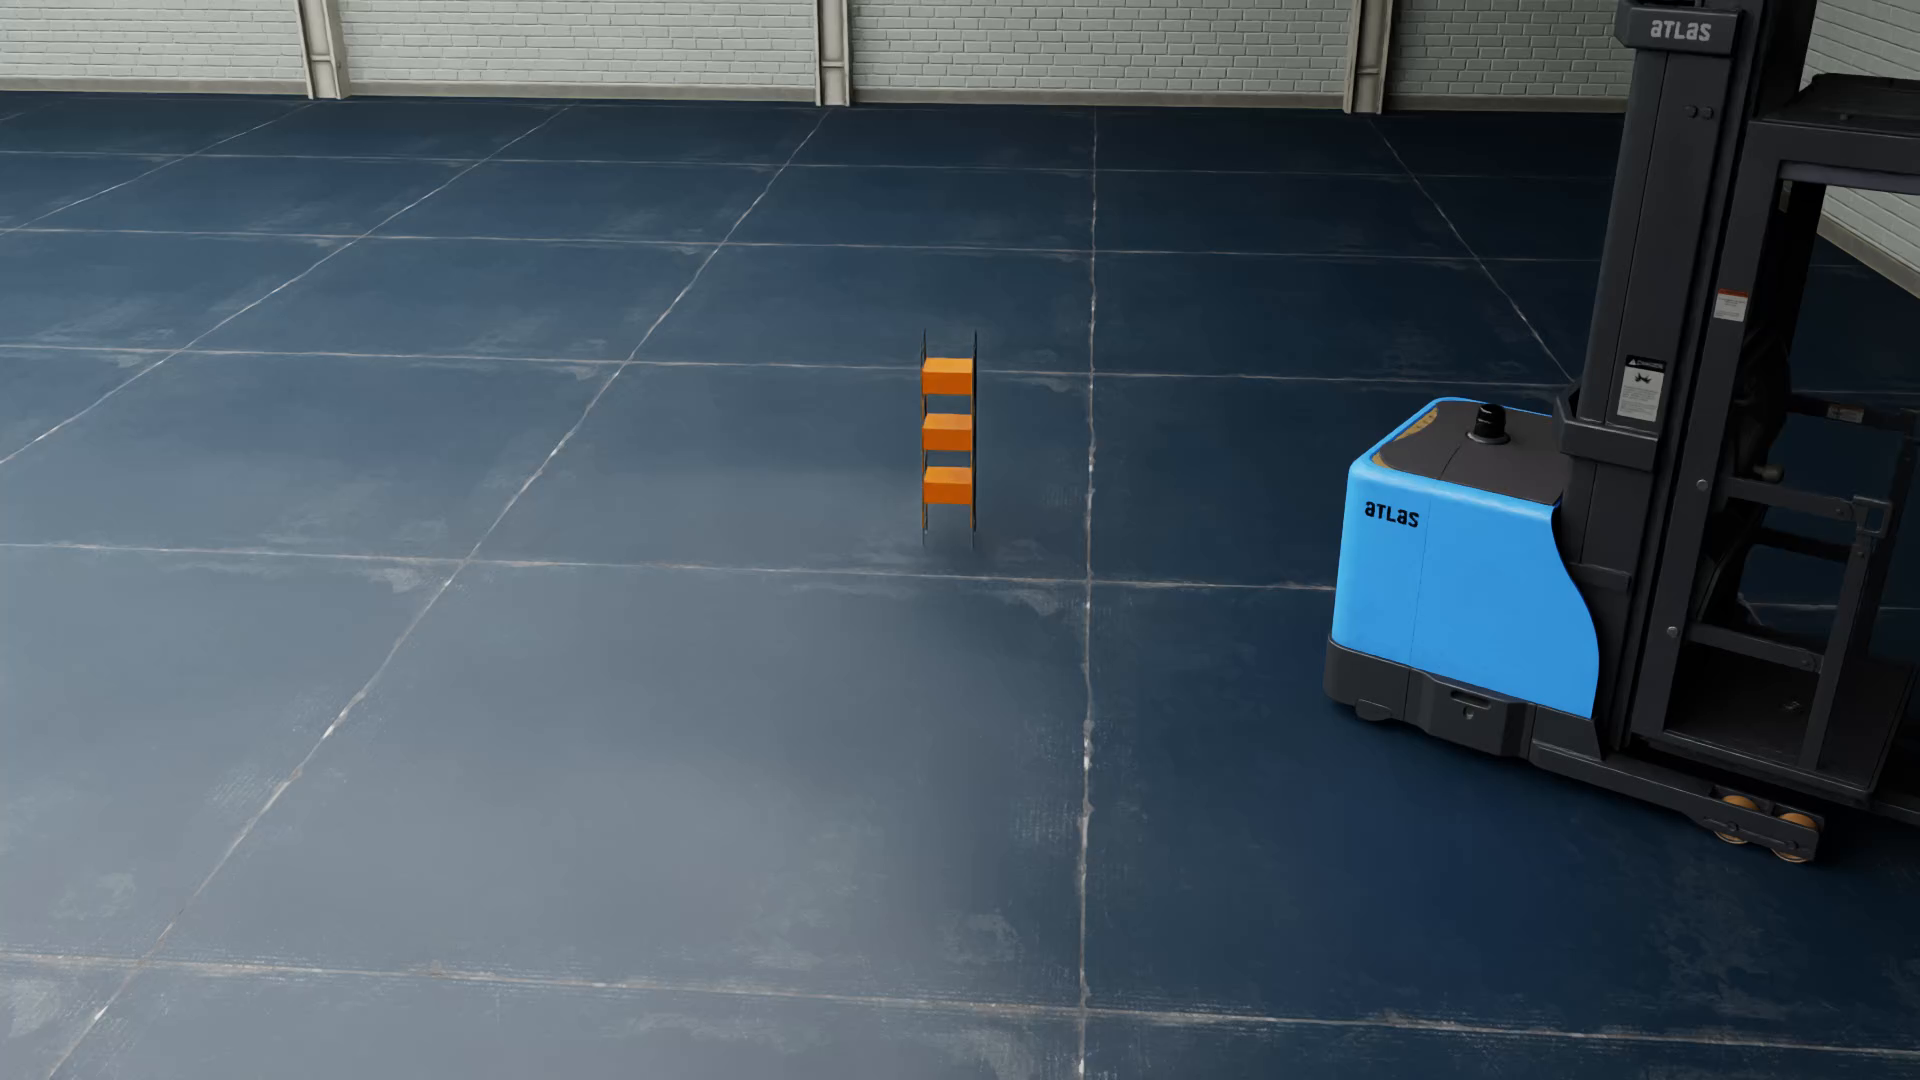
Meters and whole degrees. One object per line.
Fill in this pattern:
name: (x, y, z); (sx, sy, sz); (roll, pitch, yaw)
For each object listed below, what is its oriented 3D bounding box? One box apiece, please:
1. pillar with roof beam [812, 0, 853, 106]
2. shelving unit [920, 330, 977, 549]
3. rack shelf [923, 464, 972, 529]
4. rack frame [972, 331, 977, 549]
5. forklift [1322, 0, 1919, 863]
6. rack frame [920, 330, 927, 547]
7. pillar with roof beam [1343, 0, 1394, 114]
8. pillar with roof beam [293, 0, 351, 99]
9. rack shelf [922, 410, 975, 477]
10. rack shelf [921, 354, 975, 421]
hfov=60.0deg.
pillar with roof beam: (-1.773, -7.329, 13.413); (0.400, 9.000, 9.100); (2, 25, 4)
shelving unit: (-0.053, -0.479, 8.034); (0.252, 1.050, 0.215); (2, 25, 4)
rack shelf: (-0.053, -0.217, 8.155); (0.240, 0.259, 0.215); (2, 25, 4)
rack frame: (0.068, -0.475, 8.026); (0.008, 1.050, 0.200); (2, 25, 4)
forklift: (2.972, -0.460, 5.742); (3.031, 2.935, 1.130); (16, 29, 31)
rack frame: (-0.175, -0.483, 8.043); (0.008, 1.050, 0.200); (2, 25, 4)
pillar with roof beam: (4.209, -7.137, 12.996); (0.400, 9.000, 9.100); (2, 25, 4)
pillar with roof beam: (-7.755, -7.521, 13.830); (0.400, 9.000, 9.100); (2, 25, 4)
rack shelf: (-0.053, -0.469, 8.039); (0.240, 0.259, 0.215); (2, 25, 4)
rack shelf: (-0.053, -0.727, 7.920); (0.240, 0.259, 0.215); (2, 25, 4)
